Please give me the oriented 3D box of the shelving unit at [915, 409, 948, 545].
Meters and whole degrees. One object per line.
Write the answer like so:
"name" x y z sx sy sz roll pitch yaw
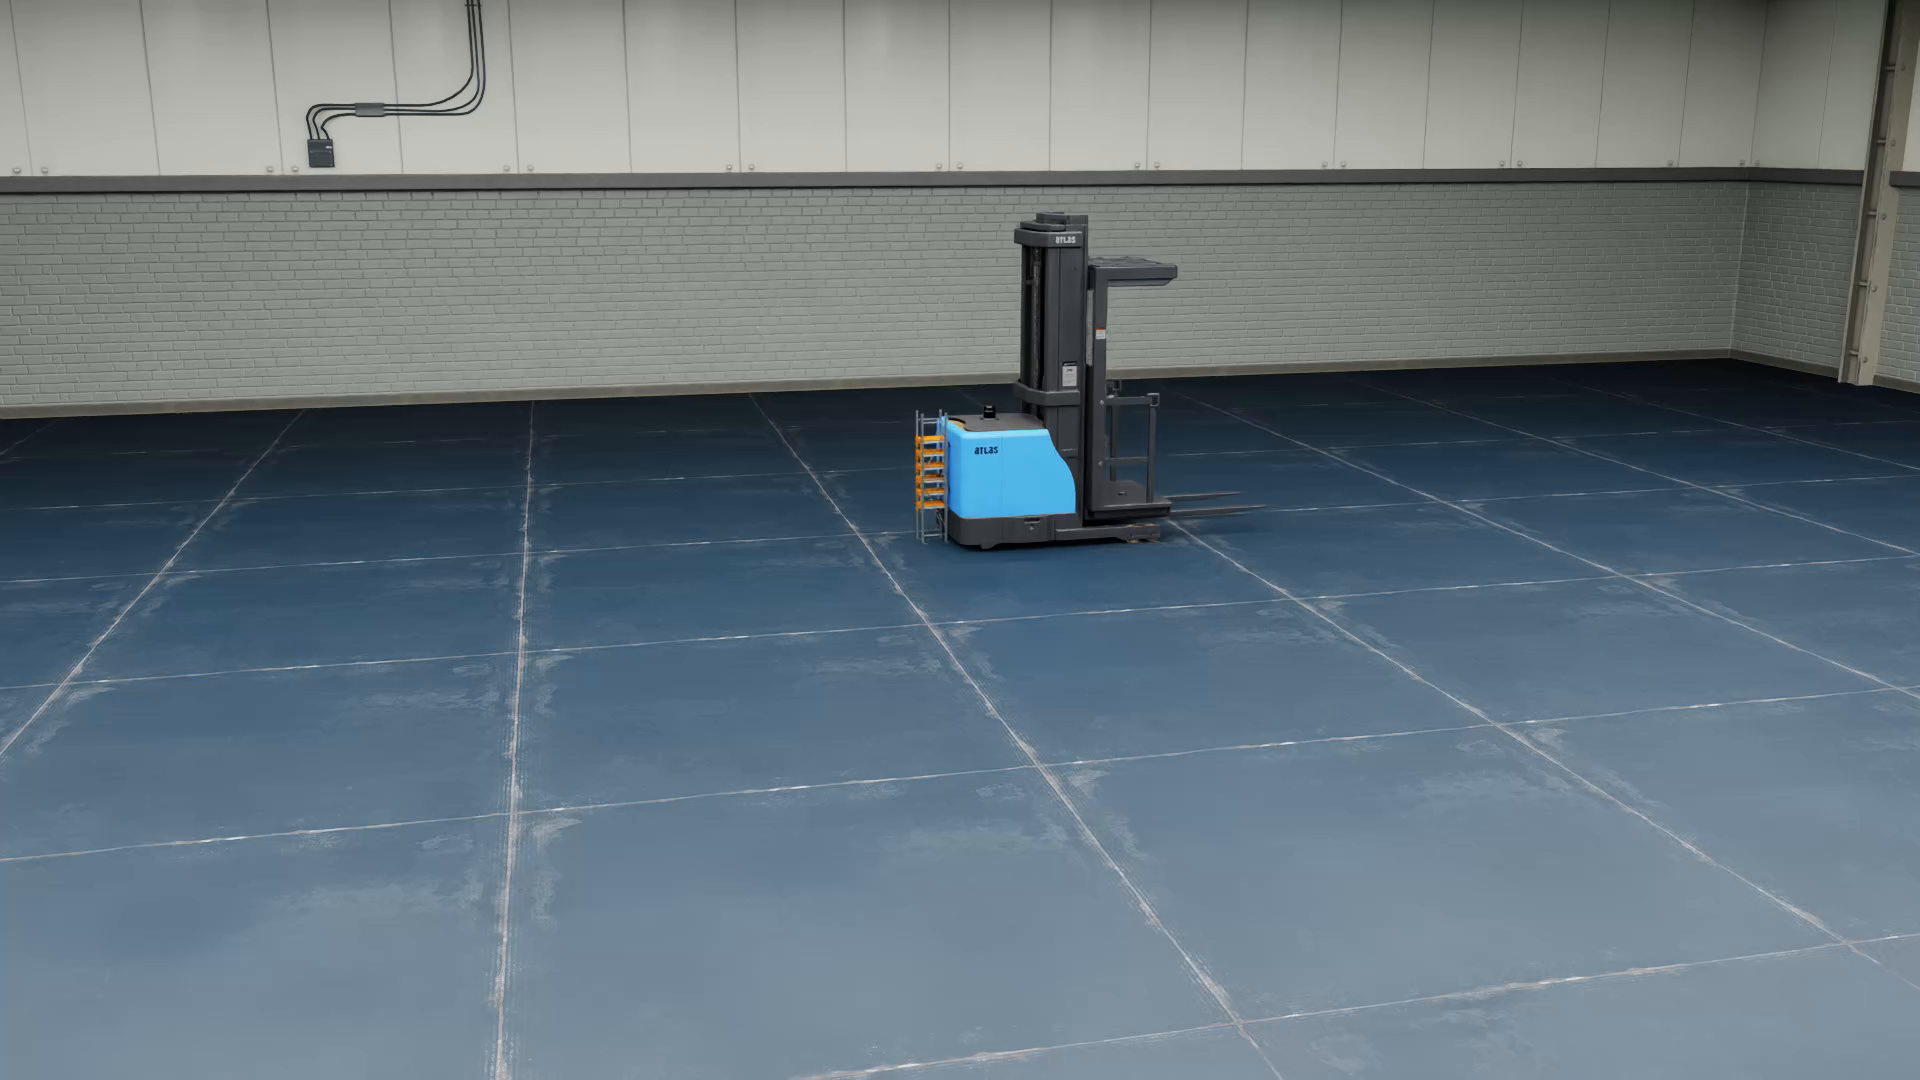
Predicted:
"shelving unit" -0.257 -0.570 15.056 0.258 1.200 0.189 -4 14 -16

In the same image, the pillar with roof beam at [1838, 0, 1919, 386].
"pillar with roof beam" 9.187 -6.470 22.772 9.100 9.000 0.400 -3 14 -13

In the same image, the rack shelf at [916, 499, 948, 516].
"rack shelf" -0.257 -0.294 15.123 0.258 0.103 0.180 -4 14 -16

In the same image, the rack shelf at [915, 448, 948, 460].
"rack shelf" -0.257 -0.760 15.009 0.258 0.103 0.180 -4 14 -16

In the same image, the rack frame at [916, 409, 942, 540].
"rack frame" -0.282 -0.591 15.141 0.240 1.200 0.006 -4 14 -16

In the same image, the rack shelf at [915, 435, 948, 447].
"rack shelf" -0.257 -0.877 14.981 0.258 0.103 0.180 -4 14 -16

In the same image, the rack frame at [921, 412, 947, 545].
"rack frame" -0.231 -0.549 14.970 0.240 1.200 0.006 -4 14 -16

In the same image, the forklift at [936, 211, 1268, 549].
"forklift" 1.347 -1.512 15.262 3.031 2.935 1.130 -4 14 -14

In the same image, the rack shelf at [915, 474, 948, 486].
"rack shelf" -0.257 -0.527 15.066 0.258 0.103 0.180 -4 14 -16

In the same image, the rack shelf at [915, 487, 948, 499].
"rack shelf" -0.257 -0.410 15.095 0.258 0.103 0.180 -4 14 -16

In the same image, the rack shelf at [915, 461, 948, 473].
"rack shelf" -0.257 -0.644 15.038 0.258 0.103 0.180 -4 14 -16

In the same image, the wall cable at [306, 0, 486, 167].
"wall cable" -7.423 -7.885 21.398 2.305 6.003 0.169 -3 14 -13
